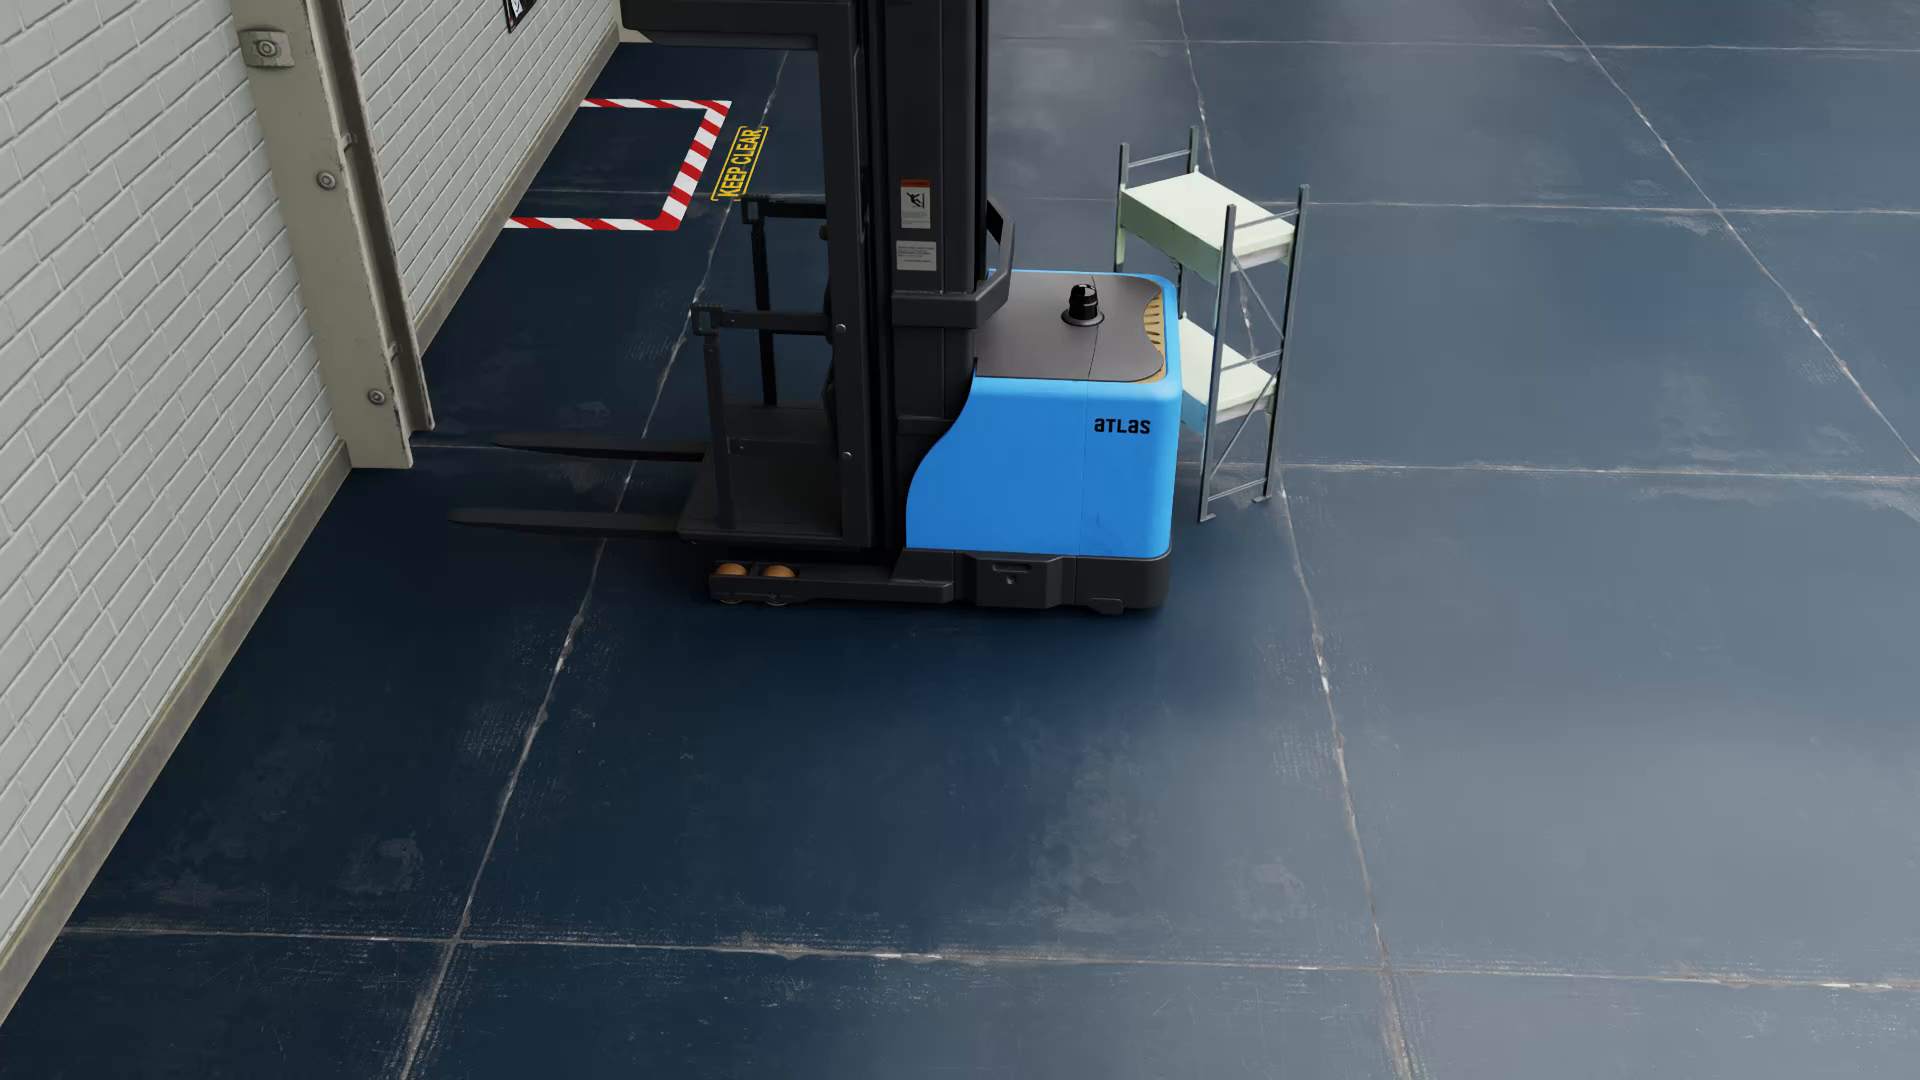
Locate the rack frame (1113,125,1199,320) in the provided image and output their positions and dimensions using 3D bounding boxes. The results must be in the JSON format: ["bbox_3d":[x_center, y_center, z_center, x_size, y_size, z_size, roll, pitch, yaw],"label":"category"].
[{"bbox_3d":[0.858,-1.116,7.531,0.400,1.500,0.023,-19,39,-24],"label":"rack frame"}]

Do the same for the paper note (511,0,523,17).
[{"bbox_3d":[-2.673,-3.245,10.024,0.016,0.148,0.142,1,35,2],"label":"paper note"}]

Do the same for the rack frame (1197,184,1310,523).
[{"bbox_3d":[1.225,-0.752,7.013,0.400,1.500,0.023,-19,39,-24],"label":"rack frame"}]

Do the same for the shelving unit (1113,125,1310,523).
[{"bbox_3d":[1.042,-0.934,7.272,0.431,1.500,0.755,-19,39,-24],"label":"shelving unit"}]

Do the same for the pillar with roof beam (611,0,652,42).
[{"bbox_3d":[1.842,-7.479,10.066,9.100,9.000,0.400,1,35,2],"label":"pillar with roof beam"}]

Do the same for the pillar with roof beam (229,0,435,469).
[{"bbox_3d":[1.601,-4.032,5.161,9.100,9.000,0.400,1,35,2],"label":"pillar with roof beam"}]

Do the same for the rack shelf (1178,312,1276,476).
[{"bbox_3d":[1.043,-0.668,7.460,0.431,0.370,0.720,-19,39,-24],"label":"rack shelf"}]

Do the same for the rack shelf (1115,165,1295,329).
[{"bbox_3d":[1.040,-1.253,7.047,0.431,0.370,0.720,-19,39,-24],"label":"rack shelf"}]

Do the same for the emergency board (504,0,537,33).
[{"bbox_3d":[-2.616,-3.700,9.907,0.157,1.169,0.626,1,35,2],"label":"emergency board"}]

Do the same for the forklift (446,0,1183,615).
[{"bbox_3d":[-0.627,-1.228,6.448,3.031,2.935,1.130,3,35,4],"label":"forklift"}]
